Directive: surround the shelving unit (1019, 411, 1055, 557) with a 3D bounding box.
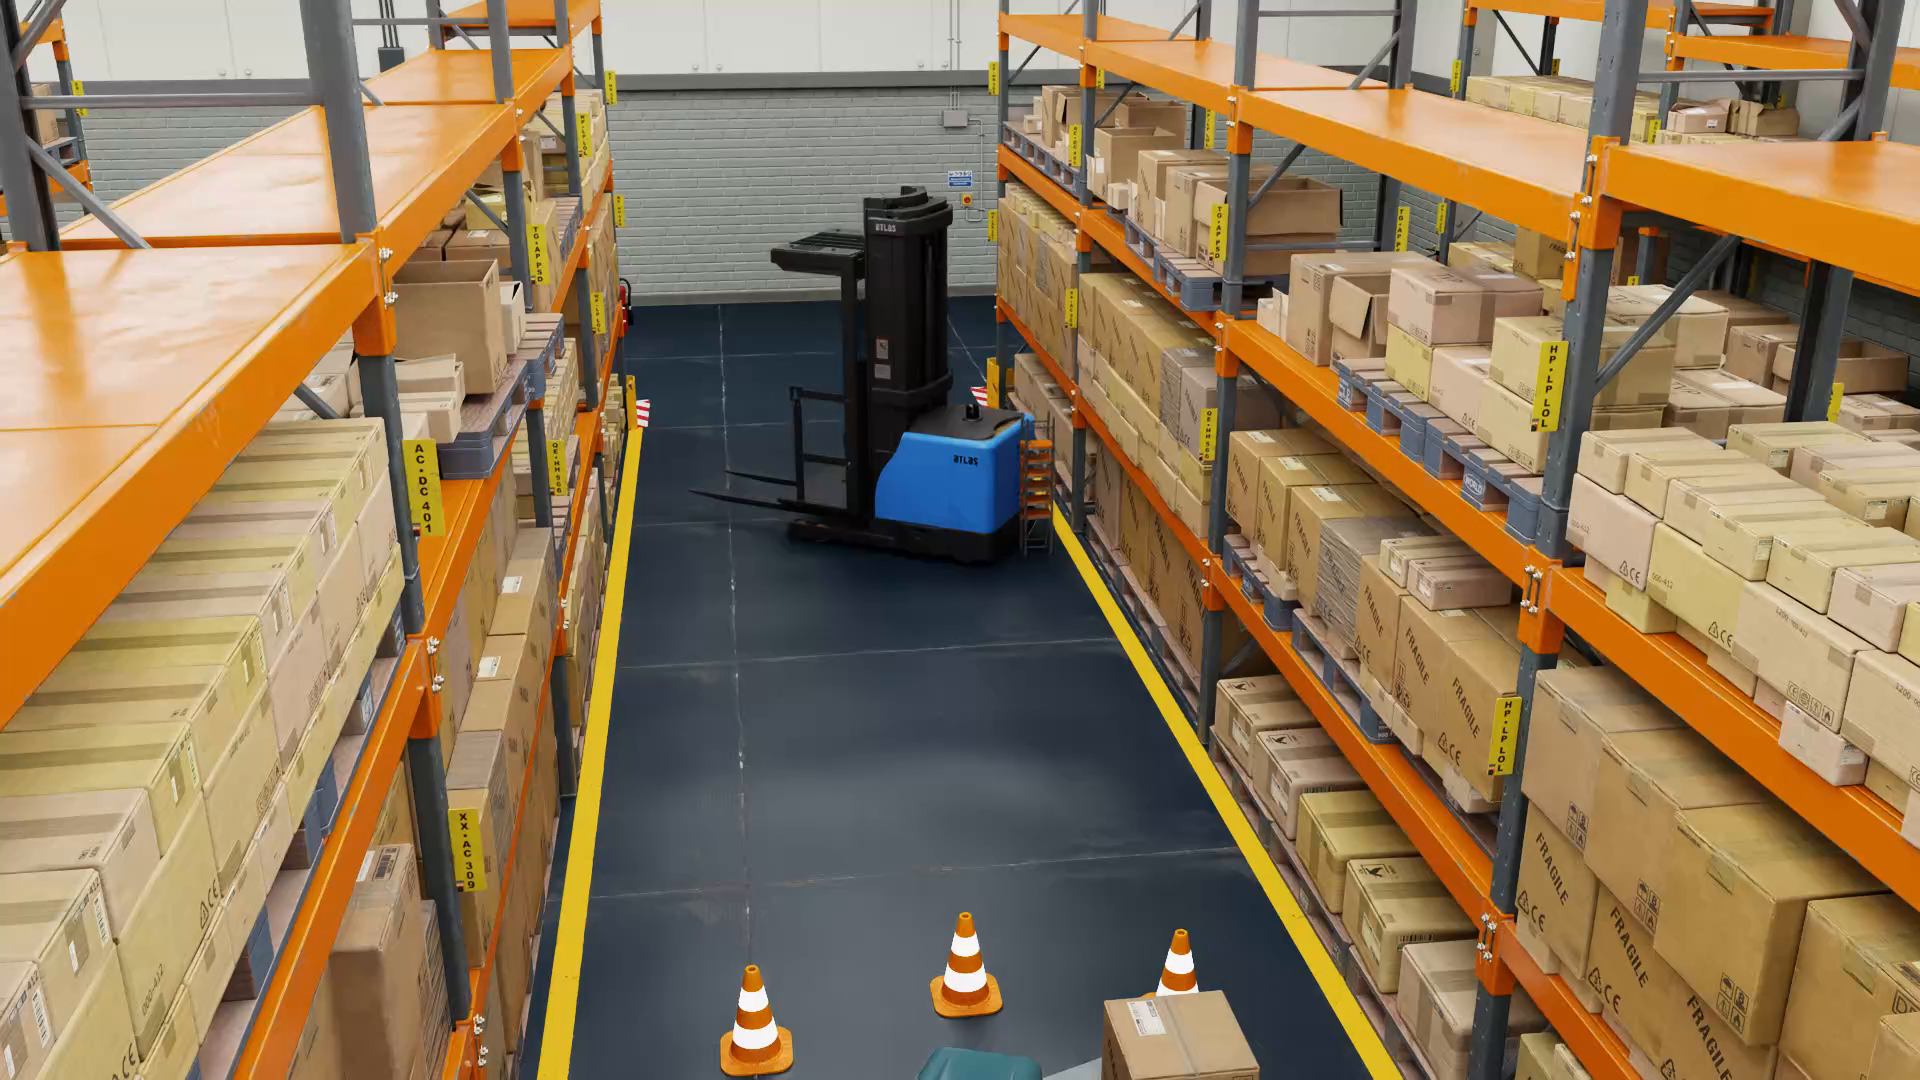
[{"bbox_3d":[0.639,-0.459,13.806,0.258,1.200,0.189,-4,21,-9],"label":"shelving unit"}]

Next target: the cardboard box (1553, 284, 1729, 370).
[{"bbox_3d":[2.855,-0.897,7.019,0.500,0.250,0.500,-3,21,-9],"label":"cardboard box"}]

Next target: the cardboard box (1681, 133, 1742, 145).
[{"bbox_3d":[6.101,-3.215,13.514,0.380,0.149,0.250,-3,21,-7],"label":"cardboard box"}]

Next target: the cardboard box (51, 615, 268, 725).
[{"bbox_3d":[-1.671,0.279,3.444,0.380,0.149,0.250,-3,21,-7],"label":"cardboard box"}]

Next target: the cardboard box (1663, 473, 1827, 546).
[{"bbox_3d":[2.443,-0.092,5.182,0.380,0.149,0.250,-4,21,-10],"label":"cardboard box"}]

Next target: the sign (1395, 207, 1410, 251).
[{"bbox_3d":[2.586,-1.796,9.786,0.100,0.325,0.005,-3,21,-8],"label":"sign"}]

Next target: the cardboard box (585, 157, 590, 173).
[{"bbox_3d":[-3.311,-3.143,13.631,0.500,0.250,0.500,-3,21,-8],"label":"cardboard box"}]

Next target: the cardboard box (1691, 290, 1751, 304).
[{"bbox_3d":[6.231,-1.823,14.142,0.700,0.500,0.500,-2,21,-6],"label":"cardboard box"}]

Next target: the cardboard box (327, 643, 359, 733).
[{"bbox_3d":[-1.778,0.392,4.283,0.380,0.149,0.250,-3,21,-8],"label":"cardboard box"}]

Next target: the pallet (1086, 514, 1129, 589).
[{"bbox_3d":[1.658,0.063,13.820,1.003,0.211,1.213,-3,21,-8],"label":"pallet"}]

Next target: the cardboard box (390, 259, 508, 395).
[{"bbox_3d":[-2.308,-0.945,7.361,0.500,0.500,0.500,-3,21,-8],"label":"cardboard box"}]

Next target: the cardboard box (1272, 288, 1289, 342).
[{"bbox_3d":[1.962,-1.258,9.277,0.396,0.266,0.258,-3,21,-8],"label":"cardboard box"}]

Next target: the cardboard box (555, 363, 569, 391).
[{"bbox_3d":[-3.048,-1.177,12.064,0.380,0.149,0.250,-3,21,-8],"label":"cardboard box"}]

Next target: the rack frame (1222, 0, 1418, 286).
[{"bbox_3d":[2.048,-2.932,9.280,1.000,3.000,0.127,-3,21,-8],"label":"rack frame"}]

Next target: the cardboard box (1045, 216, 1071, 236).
[{"bbox_3d":[0.991,-2.862,15.168,0.380,0.149,0.250,-3,21,-9],"label":"cardboard box"}]

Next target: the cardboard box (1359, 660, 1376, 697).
[{"bbox_3d":[2.145,0.666,7.979,0.380,0.149,0.250,-3,21,-8],"label":"cardboard box"}]

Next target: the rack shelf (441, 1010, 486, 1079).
[{"bbox_3d":[-1.971,2.577,4.131,1.077,0.370,4.000,-3,21,-8],"label":"rack shelf"}]

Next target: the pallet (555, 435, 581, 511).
[{"bbox_3d":[-3.161,-0.431,11.431,1.003,0.211,1.213,-3,21,-8],"label":"pallet"}]

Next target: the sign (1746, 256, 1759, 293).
[{"bbox_3d":[6.932,-2.330,14.587,0.100,0.325,0.005,-3,21,-8],"label":"sign"}]

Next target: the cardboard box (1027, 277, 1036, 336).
[{"bbox_3d":[0.925,-2.235,15.843,0.500,0.500,0.500,-2,21,-6],"label":"cardboard box"}]

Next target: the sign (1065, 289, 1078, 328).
[{"bbox_3d":[0.923,-1.921,13.796,0.100,0.325,0.005,-3,21,-8],"label":"sign"}]

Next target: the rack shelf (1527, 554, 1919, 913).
[{"bbox_3d":[2.913,0.887,4.369,1.077,0.370,4.000,-3,21,-8],"label":"rack shelf"}]

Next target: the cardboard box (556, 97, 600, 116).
[{"bbox_3d":[-3.528,-3.998,15.349,0.380,0.149,0.250,-3,21,-7],"label":"cardboard box"}]

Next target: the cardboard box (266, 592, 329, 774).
[{"bbox_3d":[-1.791,0.336,3.864,0.500,0.250,0.500,-3,21,-8],"label":"cardboard box"}]

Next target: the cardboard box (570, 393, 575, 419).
[{"bbox_3d":[-3.087,-0.997,12.433,0.380,0.149,0.250,-3,21,-8],"label":"cardboard box"}]

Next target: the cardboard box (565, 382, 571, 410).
[{"bbox_3d":[-3.043,-1.041,12.124,0.380,0.149,0.250,-4,21,-10],"label":"cardboard box"}]

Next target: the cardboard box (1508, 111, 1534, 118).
[{"bbox_3d":[5.755,-4.097,16.476,0.500,0.250,0.500,-4,21,-9],"label":"cardboard box"}]

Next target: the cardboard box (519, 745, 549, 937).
[{"bbox_3d":[-2.707,1.538,8.501,1.050,0.750,0.750,-3,21,-7],"label":"cardboard box"}]

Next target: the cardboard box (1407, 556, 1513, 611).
[{"bbox_3d":[2.223,0.190,7.400,0.380,0.149,0.250,-4,21,-9],"label":"cardboard box"}]

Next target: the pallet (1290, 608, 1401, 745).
[{"bbox_3d":[2.374,0.651,8.534,1.003,0.211,1.213,-3,21,-8],"label":"pallet"}]

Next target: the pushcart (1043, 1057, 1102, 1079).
[{"bbox_3d":[0.376,2.624,6.726,1.648,0.377,0.936,-11,23,-26],"label":"pushcart"}]

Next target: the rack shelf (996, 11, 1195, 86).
[{"bbox_3d":[1.183,-4.485,15.038,1.077,0.370,4.000,-3,21,-8],"label":"rack shelf"}]

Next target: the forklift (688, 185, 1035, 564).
[{"bbox_3d":[-0.915,-1.501,14.119,3.031,2.935,1.130,9,22,22],"label":"forklift"}]

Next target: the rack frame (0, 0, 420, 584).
[{"bbox_3d":[-2.259,-1.263,4.810,1.000,3.000,0.127,-3,21,-8],"label":"rack frame"}]

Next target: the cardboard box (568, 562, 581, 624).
[{"bbox_3d":[-2.768,0.359,10.942,0.500,0.250,0.500,-3,21,-8],"label":"cardboard box"}]

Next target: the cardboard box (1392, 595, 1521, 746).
[{"bbox_3d":[2.259,0.560,7.335,0.500,0.500,0.500,-3,21,-7],"label":"cardboard box"}]

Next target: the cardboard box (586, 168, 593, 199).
[{"bbox_3d":[-3.299,-2.904,13.705,0.500,0.250,0.500,-3,21,-9],"label":"cardboard box"}]

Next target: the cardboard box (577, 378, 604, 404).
[{"bbox_3d":[-3.129,-1.219,13.626,0.380,0.149,0.250,-2,21,-6],"label":"cardboard box"}]

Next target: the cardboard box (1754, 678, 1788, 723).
[{"bbox_3d":[2.579,0.451,4.867,0.380,0.149,0.250,-4,21,-9],"label":"cardboard box"}]

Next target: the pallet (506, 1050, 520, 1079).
[{"bbox_3d":[-2.445,2.591,7.052,1.003,0.211,1.213,-3,21,-8],"label":"pallet"}]

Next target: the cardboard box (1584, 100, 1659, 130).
[{"bbox_3d":[5.990,-3.805,14.978,0.500,0.250,0.500,-3,21,-9],"label":"cardboard box"}]

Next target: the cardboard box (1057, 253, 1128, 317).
[{"bbox_3d":[1.130,-2.171,14.245,0.500,0.500,0.500,-3,21,-8],"label":"cardboard box"}]

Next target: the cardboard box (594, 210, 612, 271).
[{"bbox_3d":[-3.520,-2.761,15.398,0.500,0.500,0.500,-2,21,-5],"label":"cardboard box"}]

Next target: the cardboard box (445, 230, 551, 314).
[{"bbox_3d":[-2.654,-1.500,9.590,0.500,0.500,0.500,-3,21,-8],"label":"cardboard box"}]

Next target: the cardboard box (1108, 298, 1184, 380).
[{"bbox_3d":[1.421,-1.507,12.465,0.500,0.500,0.500,-3,21,-9],"label":"cardboard box"}]

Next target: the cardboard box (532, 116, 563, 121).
[{"bbox_3d":[-3.363,-3.452,13.888,0.380,0.149,0.250,-4,21,-9],"label":"cardboard box"}]

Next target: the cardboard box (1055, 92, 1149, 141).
[{"bbox_3d":[1.245,-3.669,14.650,0.797,0.503,0.637,-1,21,-4],"label":"cardboard box"}]

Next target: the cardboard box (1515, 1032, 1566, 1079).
[{"bbox_3d":[2.443,2.221,6.315,0.500,0.500,0.500,-2,21,-5],"label":"cardboard box"}]

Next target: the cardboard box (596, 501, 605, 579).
[{"bbox_3d":[-3.056,-0.004,12.987,0.500,0.500,0.500,-3,21,-9],"label":"cardboard box"}]

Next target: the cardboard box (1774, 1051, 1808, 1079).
[{"bbox_3d":[2.660,1.764,4.711,0.500,0.500,0.500,-3,21,-7],"label":"cardboard box"}]

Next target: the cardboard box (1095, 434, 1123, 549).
[{"bbox_3d":[1.640,-0.498,13.772,0.875,0.875,0.875,-2,21,-6],"label":"cardboard box"}]

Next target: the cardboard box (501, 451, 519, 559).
[{"bbox_3d":[-2.781,-0.197,8.958,0.700,0.500,0.500,-3,21,-8],"label":"cardboard box"}]

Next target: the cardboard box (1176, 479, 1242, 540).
[{"bbox_3d":[1.718,-0.214,10.790,0.500,0.250,0.500,-4,21,-10],"label":"cardboard box"}]

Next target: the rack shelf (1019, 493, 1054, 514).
[{"bbox_3d":[0.639,-0.305,13.863,0.258,0.103,0.180,-4,21,-9],"label":"rack shelf"}]

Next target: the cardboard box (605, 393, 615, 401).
[{"bbox_3d":[-3.545,-1.310,16.136,0.380,0.149,0.250,-4,21,-10],"label":"cardboard box"}]

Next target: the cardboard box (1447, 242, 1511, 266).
[{"bbox_3d":[5.605,-3.042,17.937,0.500,0.250,0.500,-3,21,-7],"label":"cardboard box"}]
